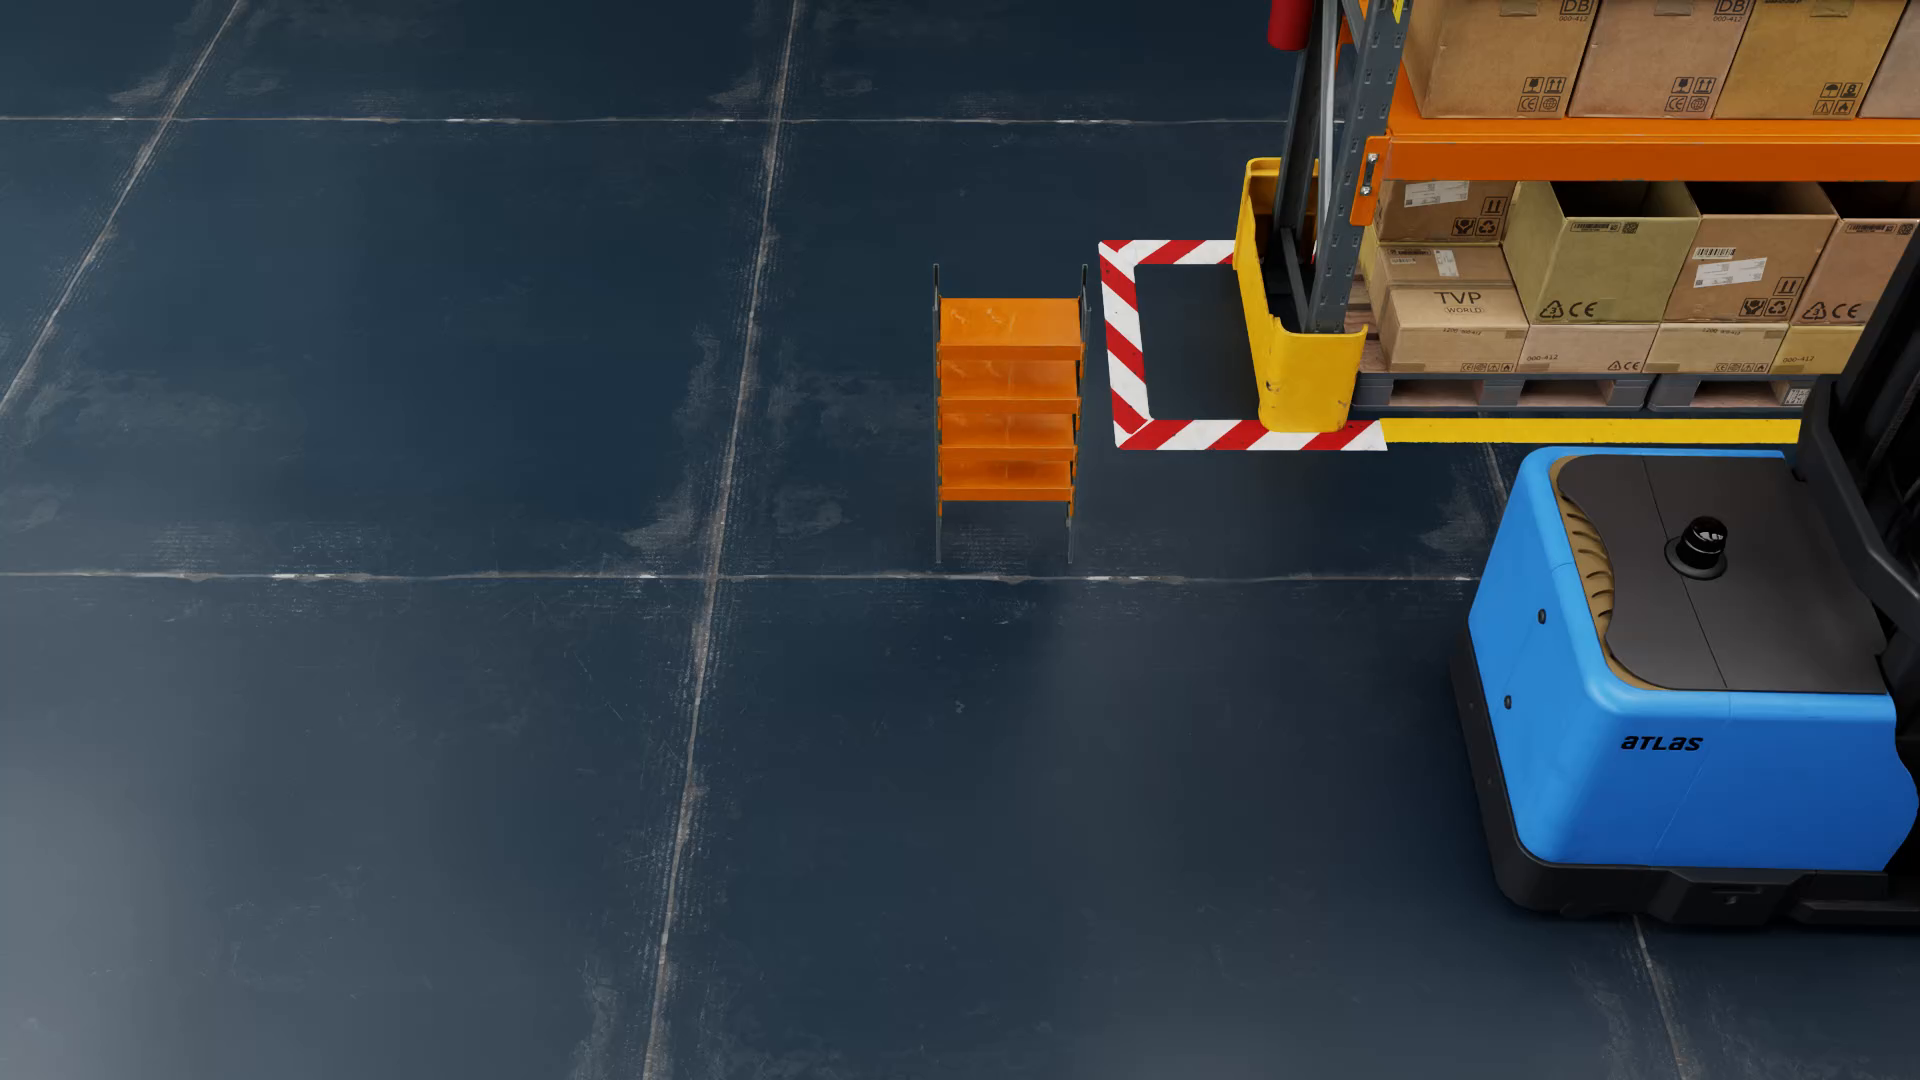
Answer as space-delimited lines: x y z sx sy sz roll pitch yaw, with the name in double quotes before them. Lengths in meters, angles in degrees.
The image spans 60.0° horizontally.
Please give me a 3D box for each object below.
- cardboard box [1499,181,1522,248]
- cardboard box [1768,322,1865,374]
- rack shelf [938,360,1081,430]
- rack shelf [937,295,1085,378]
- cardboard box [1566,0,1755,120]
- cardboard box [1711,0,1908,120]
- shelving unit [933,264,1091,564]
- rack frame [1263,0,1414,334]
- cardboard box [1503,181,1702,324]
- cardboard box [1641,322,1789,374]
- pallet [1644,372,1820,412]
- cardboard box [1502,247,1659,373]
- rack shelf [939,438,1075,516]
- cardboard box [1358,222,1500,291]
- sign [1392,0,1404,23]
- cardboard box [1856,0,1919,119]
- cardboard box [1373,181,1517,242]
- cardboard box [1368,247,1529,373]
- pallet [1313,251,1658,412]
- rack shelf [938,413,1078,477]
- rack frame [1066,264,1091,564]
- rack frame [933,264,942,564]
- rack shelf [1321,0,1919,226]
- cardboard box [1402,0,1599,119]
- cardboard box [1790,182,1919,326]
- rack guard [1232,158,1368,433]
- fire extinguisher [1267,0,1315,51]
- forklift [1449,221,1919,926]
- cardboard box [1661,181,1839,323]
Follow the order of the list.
"cardboard box" 2.445 -1.309 7.011 0.500 0.250 0.500 0 47 0
"cardboard box" 3.443 -0.917 6.646 0.500 0.250 0.500 0 47 0
"rack shelf" 0.166 -0.515 5.696 0.480 0.148 0.258 0 47 0
"rack shelf" 0.166 -0.676 5.523 0.480 0.148 0.258 0 47 0
"cardboard box" 2.399 -1.906 5.907 0.500 0.500 0.700 1 47 1
"cardboard box" 2.896 -1.900 5.901 0.500 0.500 0.700 0 47 0
"shelving unit" 0.166 -0.408 5.810 0.503 1.200 0.258 0 47 0
"rack frame" 1.407 -1.880 5.951 0.127 3.000 1.000 0 47 0
"cardboard box" 2.443 -1.178 6.376 0.500 0.500 0.500 0 47 0
"cardboard box" 2.943 -0.922 6.651 0.500 0.250 0.500 0 47 0
"pallet" 3.389 -0.954 6.993 1.213 0.211 1.003 0 47 0
"cardboard box" 2.443 -0.924 6.652 0.500 0.250 0.500 0 47 0
"rack shelf" 0.166 -0.227 6.005 0.480 0.148 0.258 0 47 0
"cardboard box" 1.945 -1.302 7.004 0.500 0.250 0.500 0 47 0
"sign" 1.399 -1.796 5.227 0.005 0.325 0.100 0 47 0
"cardboard box" 3.422 -1.902 5.903 0.500 0.500 0.700 1 47 1
"cardboard box" 1.945 -1.559 6.731 0.500 0.500 0.500 0 47 0
"cardboard box" 1.943 -0.922 6.651 0.500 0.250 0.500 0 47 0
"pallet" 2.172 -0.959 6.998 1.213 0.211 1.003 0 47 0
"rack shelf" 0.166 -0.362 5.860 0.480 0.148 0.258 0 47 0
"rack frame" 0.410 -0.408 5.810 0.015 1.200 0.240 0 47 0
"rack frame" -0.078 -0.409 5.811 0.015 1.200 0.240 0 47 0
"rack shelf" 3.407 -1.630 6.209 4.000 0.370 1.077 0 47 0
"cardboard box" 1.874 -1.904 5.905 0.500 0.500 0.700 0 47 0
"cardboard box" 3.443 -1.172 6.371 0.500 0.500 0.500 0 47 0
"rack guard" 1.383 -1.029 6.866 0.348 0.500 1.175 0 47 0
"fire extinguisher" 1.291 -2.194 6.296 0.183 0.674 0.296 0 47 0
"forklift" 3.191 -0.173 4.409 3.031 2.935 1.130 1 47 1
"cardboard box" 2.943 -1.186 6.384 0.500 0.500 0.500 0 47 0
